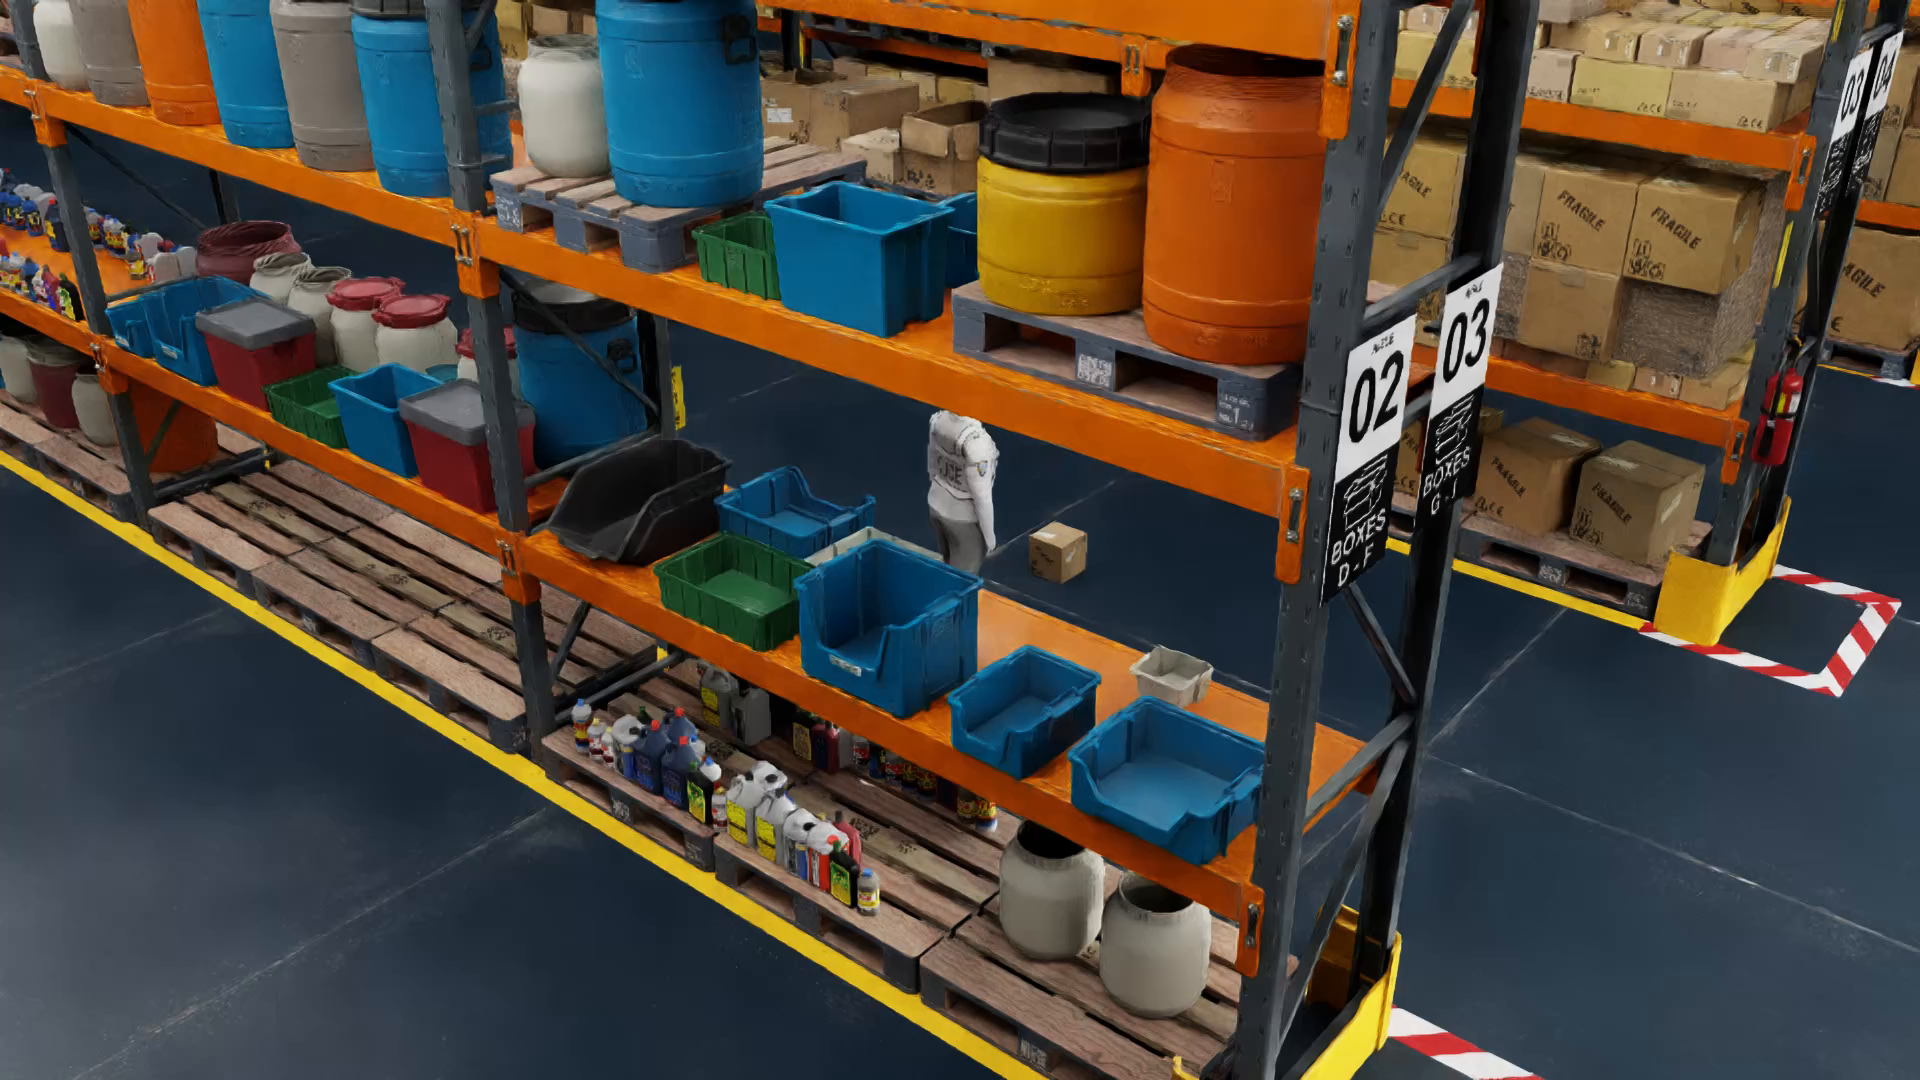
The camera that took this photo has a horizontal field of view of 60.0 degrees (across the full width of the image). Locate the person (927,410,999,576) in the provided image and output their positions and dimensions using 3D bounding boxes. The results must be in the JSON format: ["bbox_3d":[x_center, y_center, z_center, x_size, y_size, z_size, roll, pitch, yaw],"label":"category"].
[{"bbox_3d":[0.010,-0.129,8.797,0.355,1.683,0.577,-14,31,-25],"label":"person"}]
